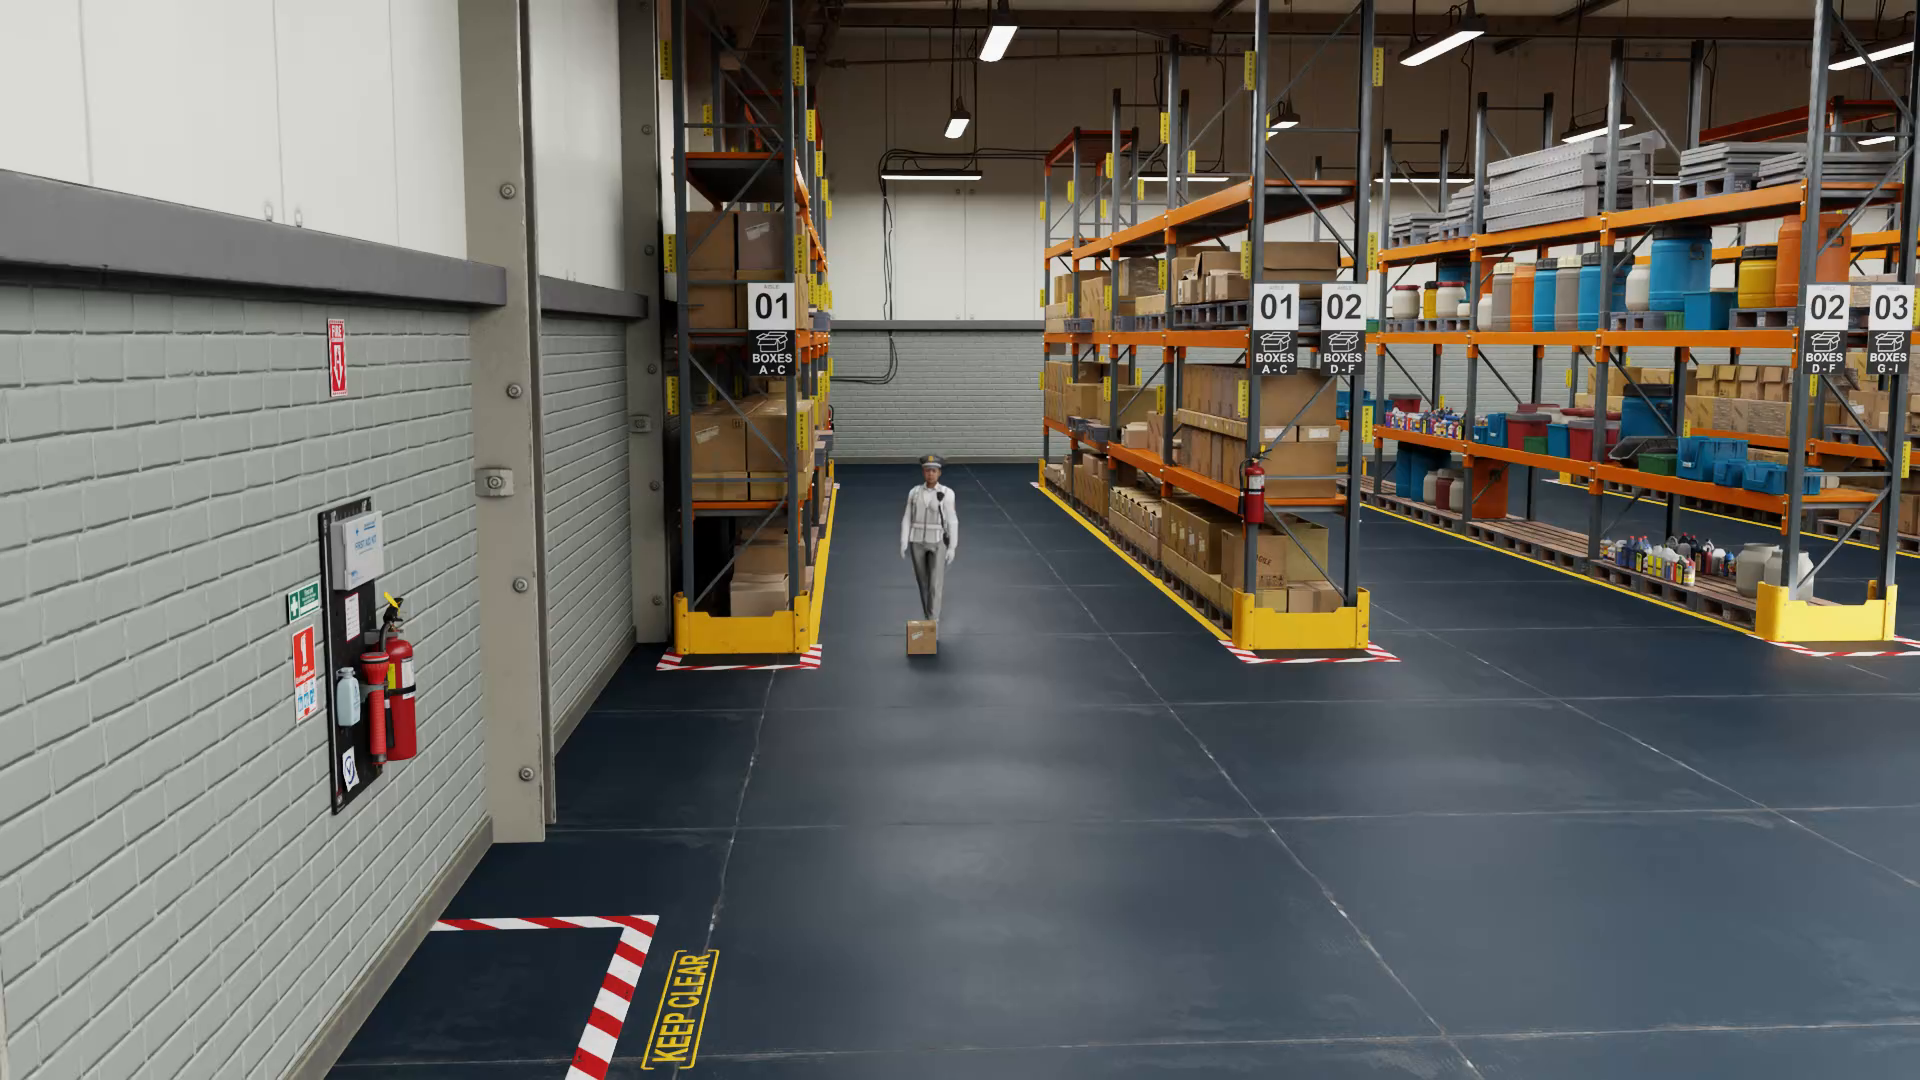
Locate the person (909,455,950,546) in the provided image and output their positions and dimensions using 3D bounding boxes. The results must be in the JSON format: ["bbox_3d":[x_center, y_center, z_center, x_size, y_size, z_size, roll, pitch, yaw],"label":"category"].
[{"bbox_3d":[-0.266,-0.371,15.233,0.362,0.831,0.349,2,7,16],"label":"person"}]
